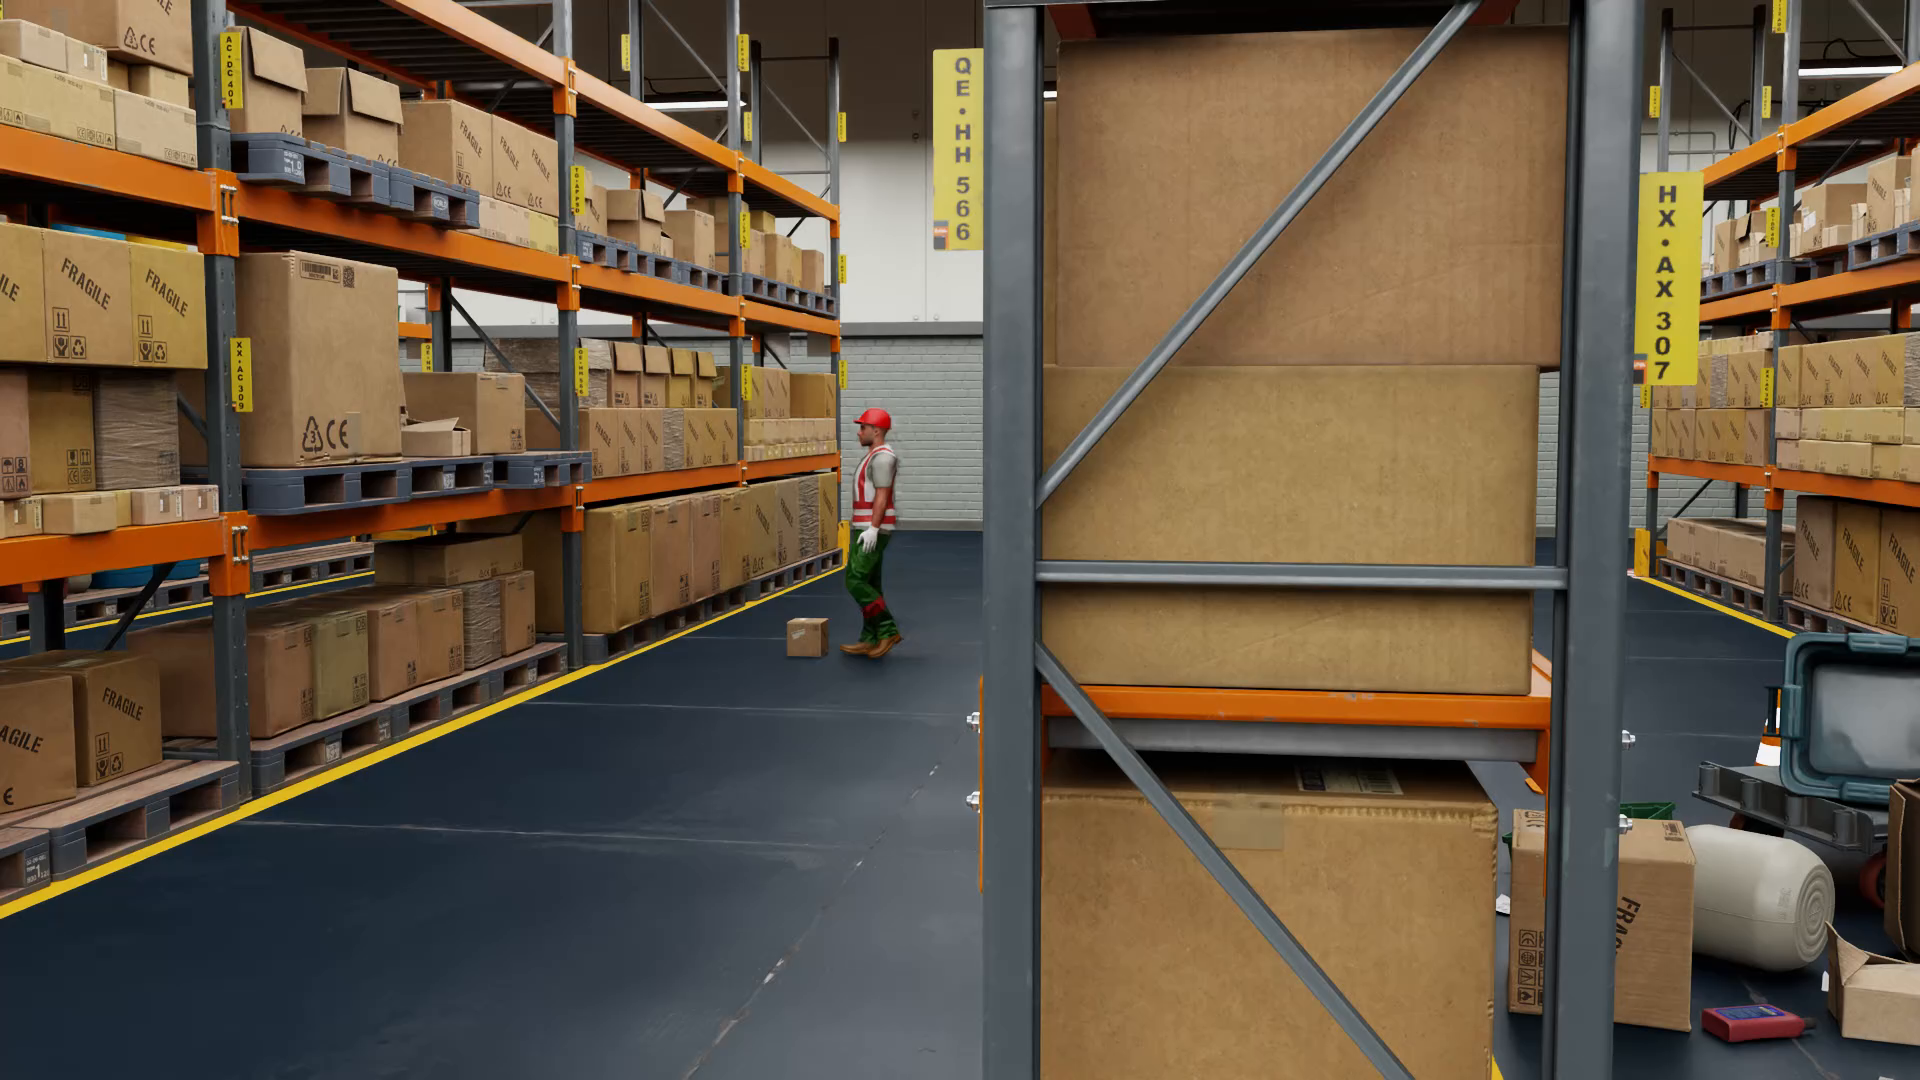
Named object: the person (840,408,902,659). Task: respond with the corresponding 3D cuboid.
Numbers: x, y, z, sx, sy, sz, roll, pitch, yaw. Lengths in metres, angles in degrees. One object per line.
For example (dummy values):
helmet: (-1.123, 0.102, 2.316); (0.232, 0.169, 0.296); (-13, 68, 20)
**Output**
person: (-0.657, -0.056, 12.037); (0.441, 1.795, 0.545); (-1, 4, -10)
